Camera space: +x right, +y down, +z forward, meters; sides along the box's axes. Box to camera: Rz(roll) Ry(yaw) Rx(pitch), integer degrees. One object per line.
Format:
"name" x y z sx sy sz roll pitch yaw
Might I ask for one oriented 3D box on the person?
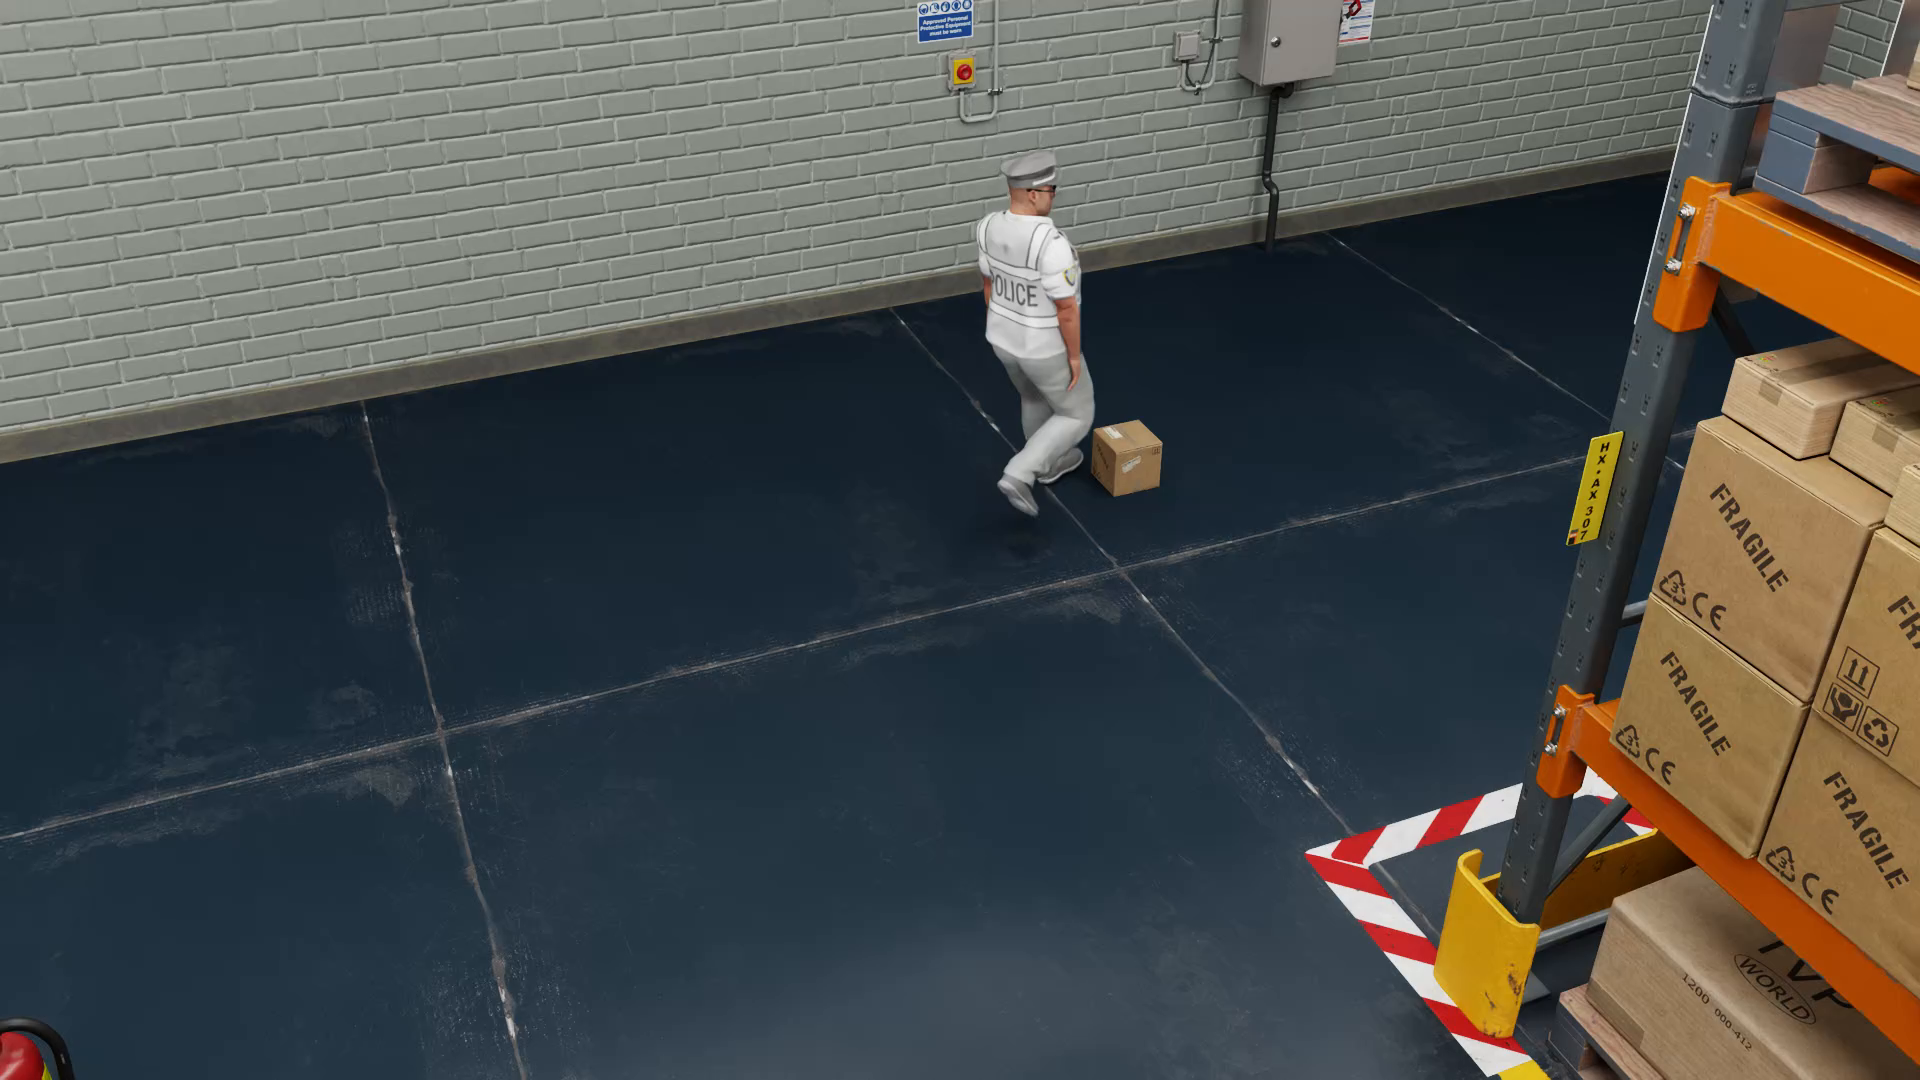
"person" 0.382 -0.939 7.573 0.807 1.723 0.567 -27 42 -35
